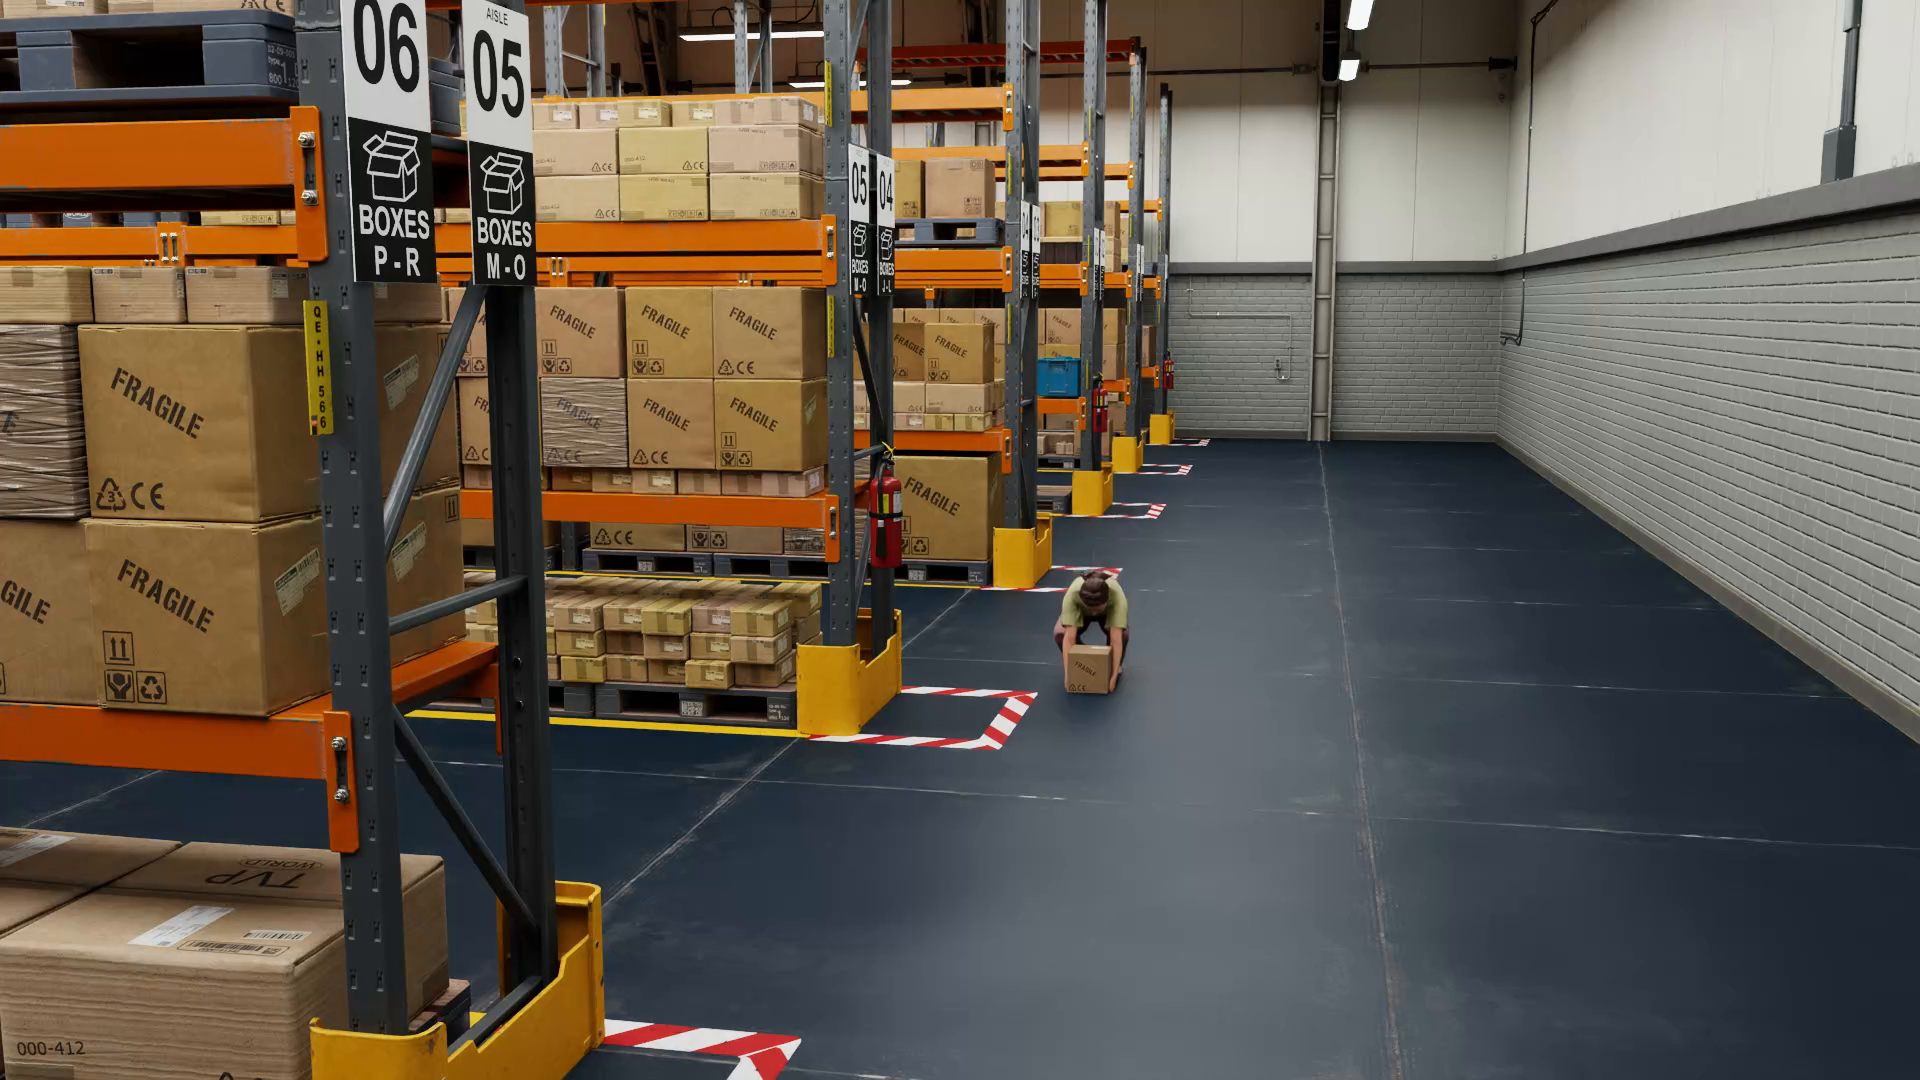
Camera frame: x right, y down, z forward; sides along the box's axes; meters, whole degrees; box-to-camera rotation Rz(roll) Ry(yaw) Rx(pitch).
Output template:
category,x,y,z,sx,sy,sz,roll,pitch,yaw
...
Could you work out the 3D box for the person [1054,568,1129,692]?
category,x,y,z,sx,sy,sz,roll,pitch,yaw
person,0.845,0.550,10.576,0.476,0.798,0.862,2,8,11
